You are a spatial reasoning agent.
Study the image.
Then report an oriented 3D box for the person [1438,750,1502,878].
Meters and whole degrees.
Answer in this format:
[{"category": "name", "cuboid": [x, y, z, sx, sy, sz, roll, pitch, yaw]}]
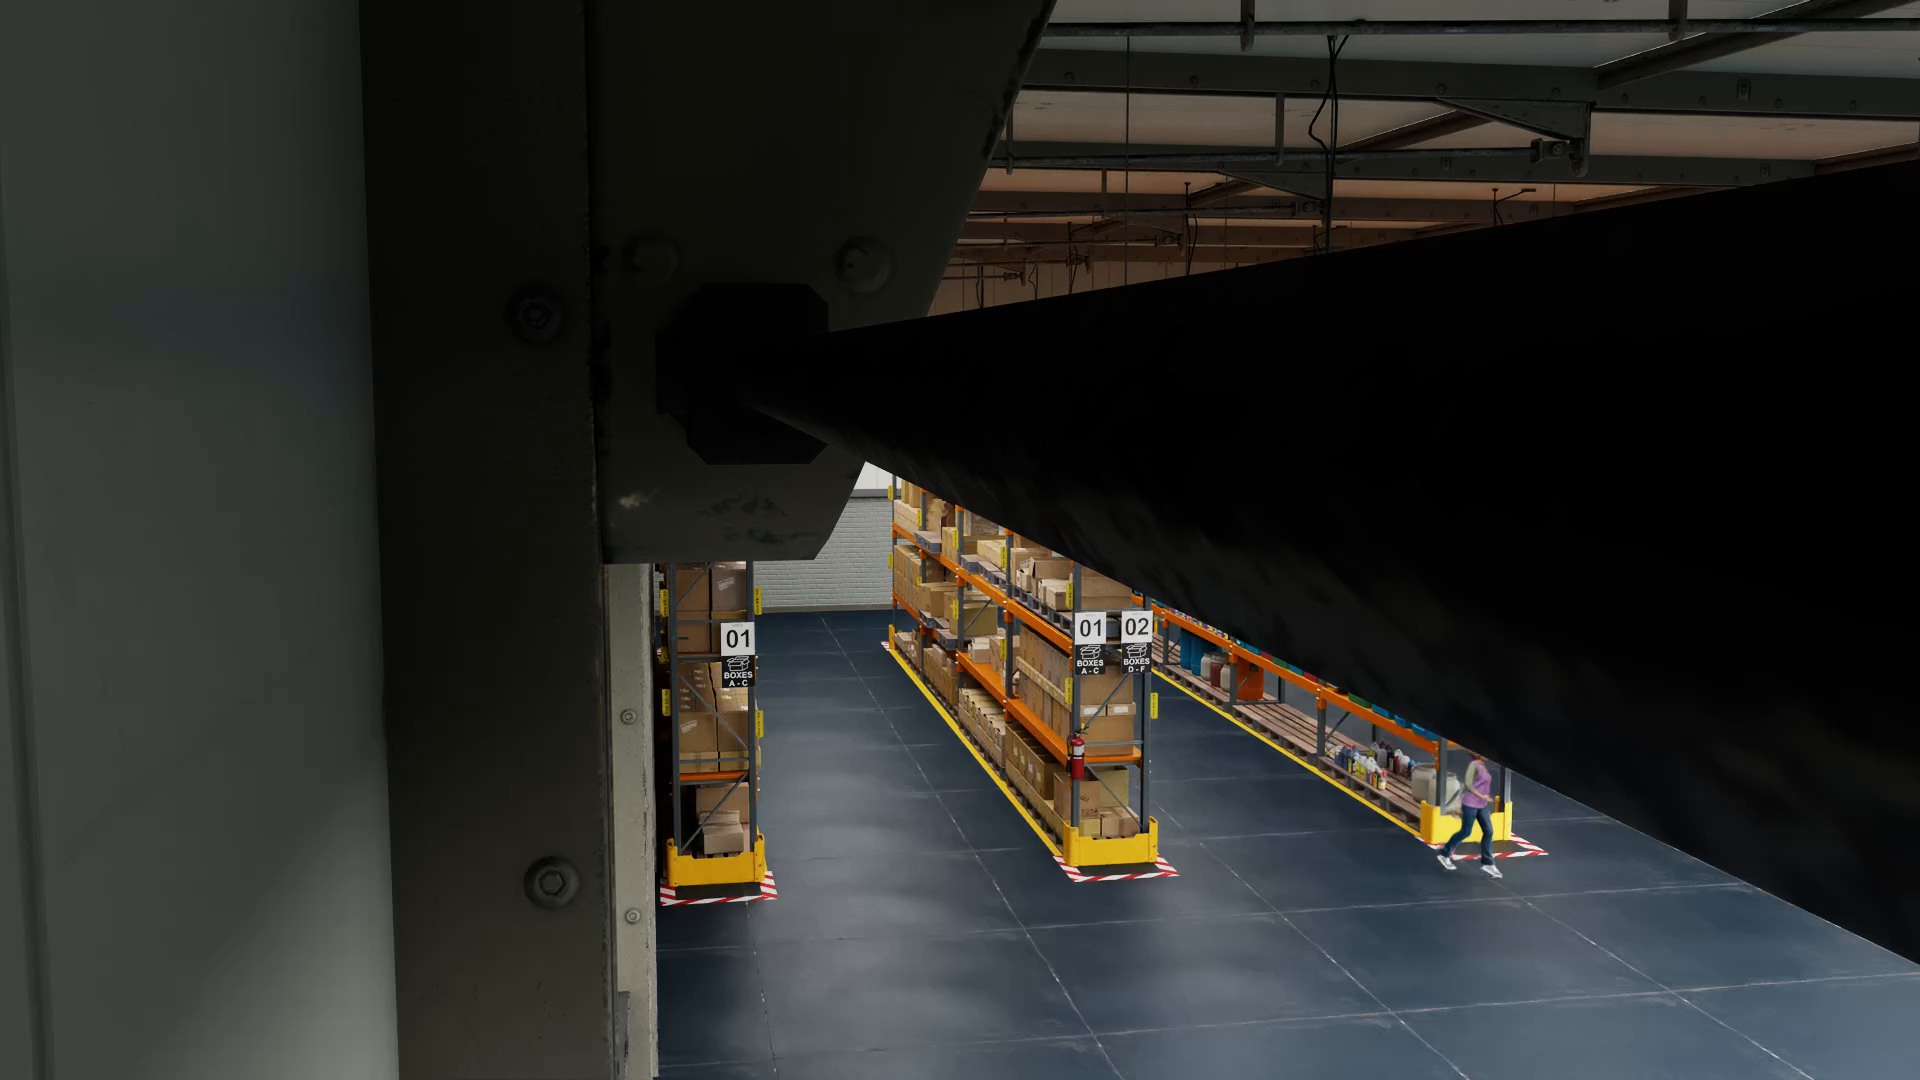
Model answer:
[{"category": "person", "cuboid": [6.399, 3.315, 20.583, 0.790, 1.560, 0.595, 5, 8, 38]}]
